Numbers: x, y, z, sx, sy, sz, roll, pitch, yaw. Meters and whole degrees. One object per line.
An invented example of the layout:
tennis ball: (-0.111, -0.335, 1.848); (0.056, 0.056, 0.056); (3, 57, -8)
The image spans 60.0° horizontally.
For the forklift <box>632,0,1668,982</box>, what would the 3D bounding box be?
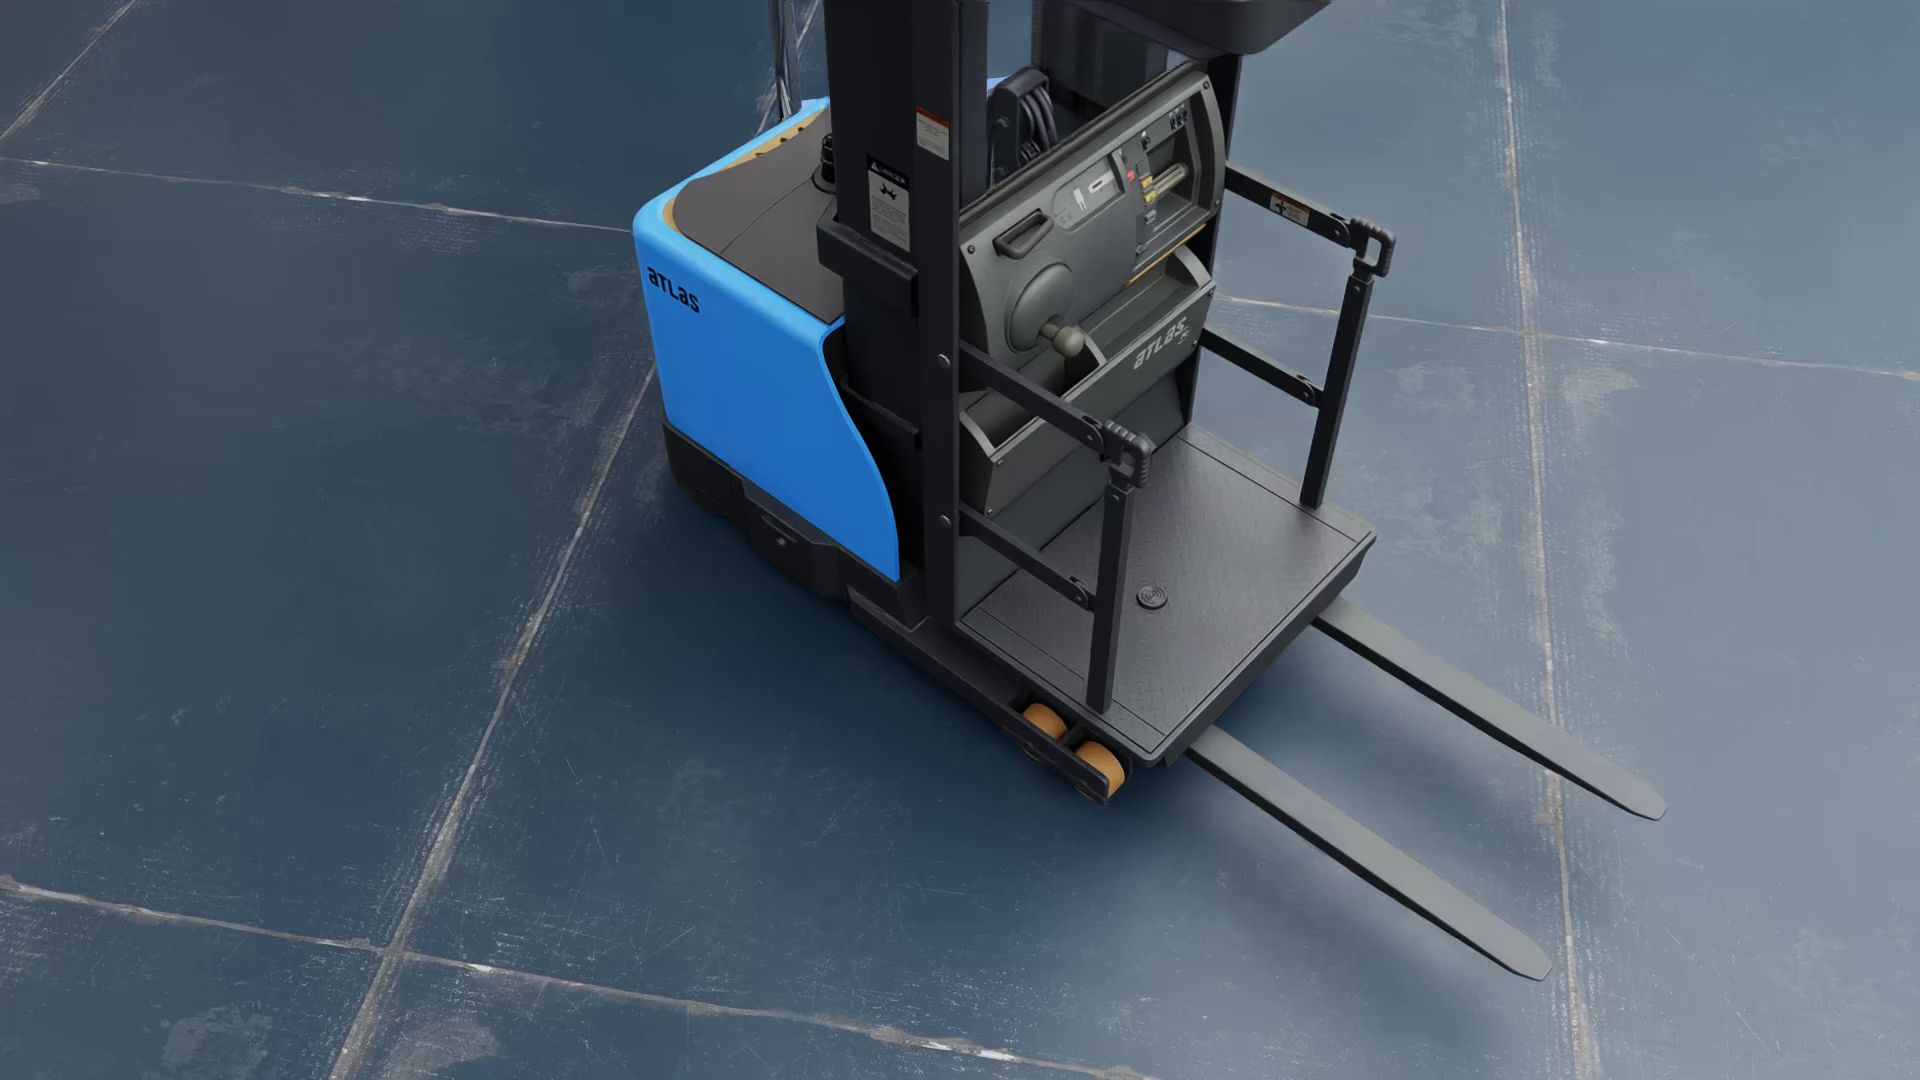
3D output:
forklift: (0.497, -0.707, 3.915); (3.031, 2.935, 1.130); (34, 56, 27)

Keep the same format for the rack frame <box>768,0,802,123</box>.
rack frame: (-0.560, -1.391, 5.492); (0.032, 1.500, 0.500); (-9, 49, -8)

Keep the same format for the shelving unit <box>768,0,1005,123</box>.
shelving unit: (-0.063, -1.471, 5.563); (1.048, 1.500, 0.538); (-9, 49, -8)

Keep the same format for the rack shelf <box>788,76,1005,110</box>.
rack shelf: (-0.063, -1.351, 5.697); (1.000, 0.185, 0.538); (-9, 49, -8)
